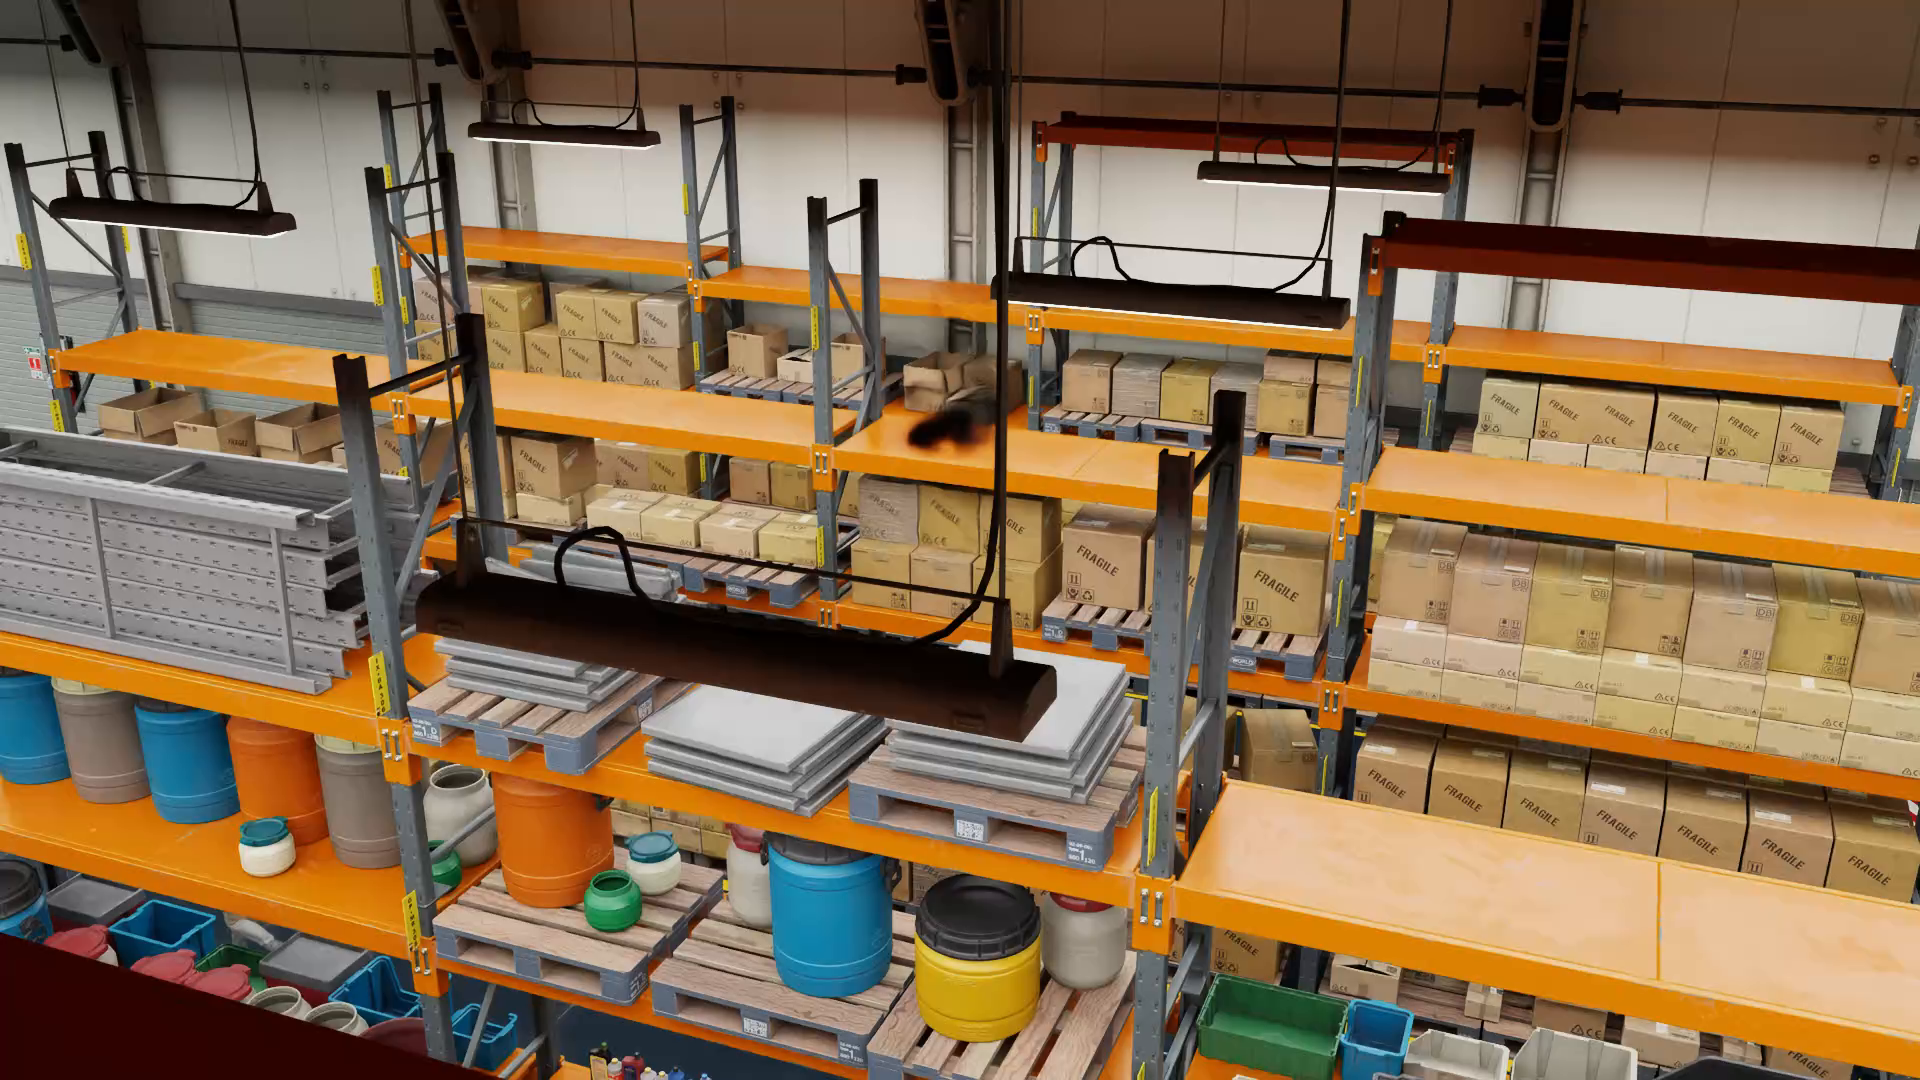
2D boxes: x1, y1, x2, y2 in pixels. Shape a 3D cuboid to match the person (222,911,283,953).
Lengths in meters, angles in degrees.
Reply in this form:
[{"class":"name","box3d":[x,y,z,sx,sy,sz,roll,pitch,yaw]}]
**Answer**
[{"class":"person","box3d":[-5.655,2.652,13.077,0.741,1.670,0.635,8,22,20]}]
